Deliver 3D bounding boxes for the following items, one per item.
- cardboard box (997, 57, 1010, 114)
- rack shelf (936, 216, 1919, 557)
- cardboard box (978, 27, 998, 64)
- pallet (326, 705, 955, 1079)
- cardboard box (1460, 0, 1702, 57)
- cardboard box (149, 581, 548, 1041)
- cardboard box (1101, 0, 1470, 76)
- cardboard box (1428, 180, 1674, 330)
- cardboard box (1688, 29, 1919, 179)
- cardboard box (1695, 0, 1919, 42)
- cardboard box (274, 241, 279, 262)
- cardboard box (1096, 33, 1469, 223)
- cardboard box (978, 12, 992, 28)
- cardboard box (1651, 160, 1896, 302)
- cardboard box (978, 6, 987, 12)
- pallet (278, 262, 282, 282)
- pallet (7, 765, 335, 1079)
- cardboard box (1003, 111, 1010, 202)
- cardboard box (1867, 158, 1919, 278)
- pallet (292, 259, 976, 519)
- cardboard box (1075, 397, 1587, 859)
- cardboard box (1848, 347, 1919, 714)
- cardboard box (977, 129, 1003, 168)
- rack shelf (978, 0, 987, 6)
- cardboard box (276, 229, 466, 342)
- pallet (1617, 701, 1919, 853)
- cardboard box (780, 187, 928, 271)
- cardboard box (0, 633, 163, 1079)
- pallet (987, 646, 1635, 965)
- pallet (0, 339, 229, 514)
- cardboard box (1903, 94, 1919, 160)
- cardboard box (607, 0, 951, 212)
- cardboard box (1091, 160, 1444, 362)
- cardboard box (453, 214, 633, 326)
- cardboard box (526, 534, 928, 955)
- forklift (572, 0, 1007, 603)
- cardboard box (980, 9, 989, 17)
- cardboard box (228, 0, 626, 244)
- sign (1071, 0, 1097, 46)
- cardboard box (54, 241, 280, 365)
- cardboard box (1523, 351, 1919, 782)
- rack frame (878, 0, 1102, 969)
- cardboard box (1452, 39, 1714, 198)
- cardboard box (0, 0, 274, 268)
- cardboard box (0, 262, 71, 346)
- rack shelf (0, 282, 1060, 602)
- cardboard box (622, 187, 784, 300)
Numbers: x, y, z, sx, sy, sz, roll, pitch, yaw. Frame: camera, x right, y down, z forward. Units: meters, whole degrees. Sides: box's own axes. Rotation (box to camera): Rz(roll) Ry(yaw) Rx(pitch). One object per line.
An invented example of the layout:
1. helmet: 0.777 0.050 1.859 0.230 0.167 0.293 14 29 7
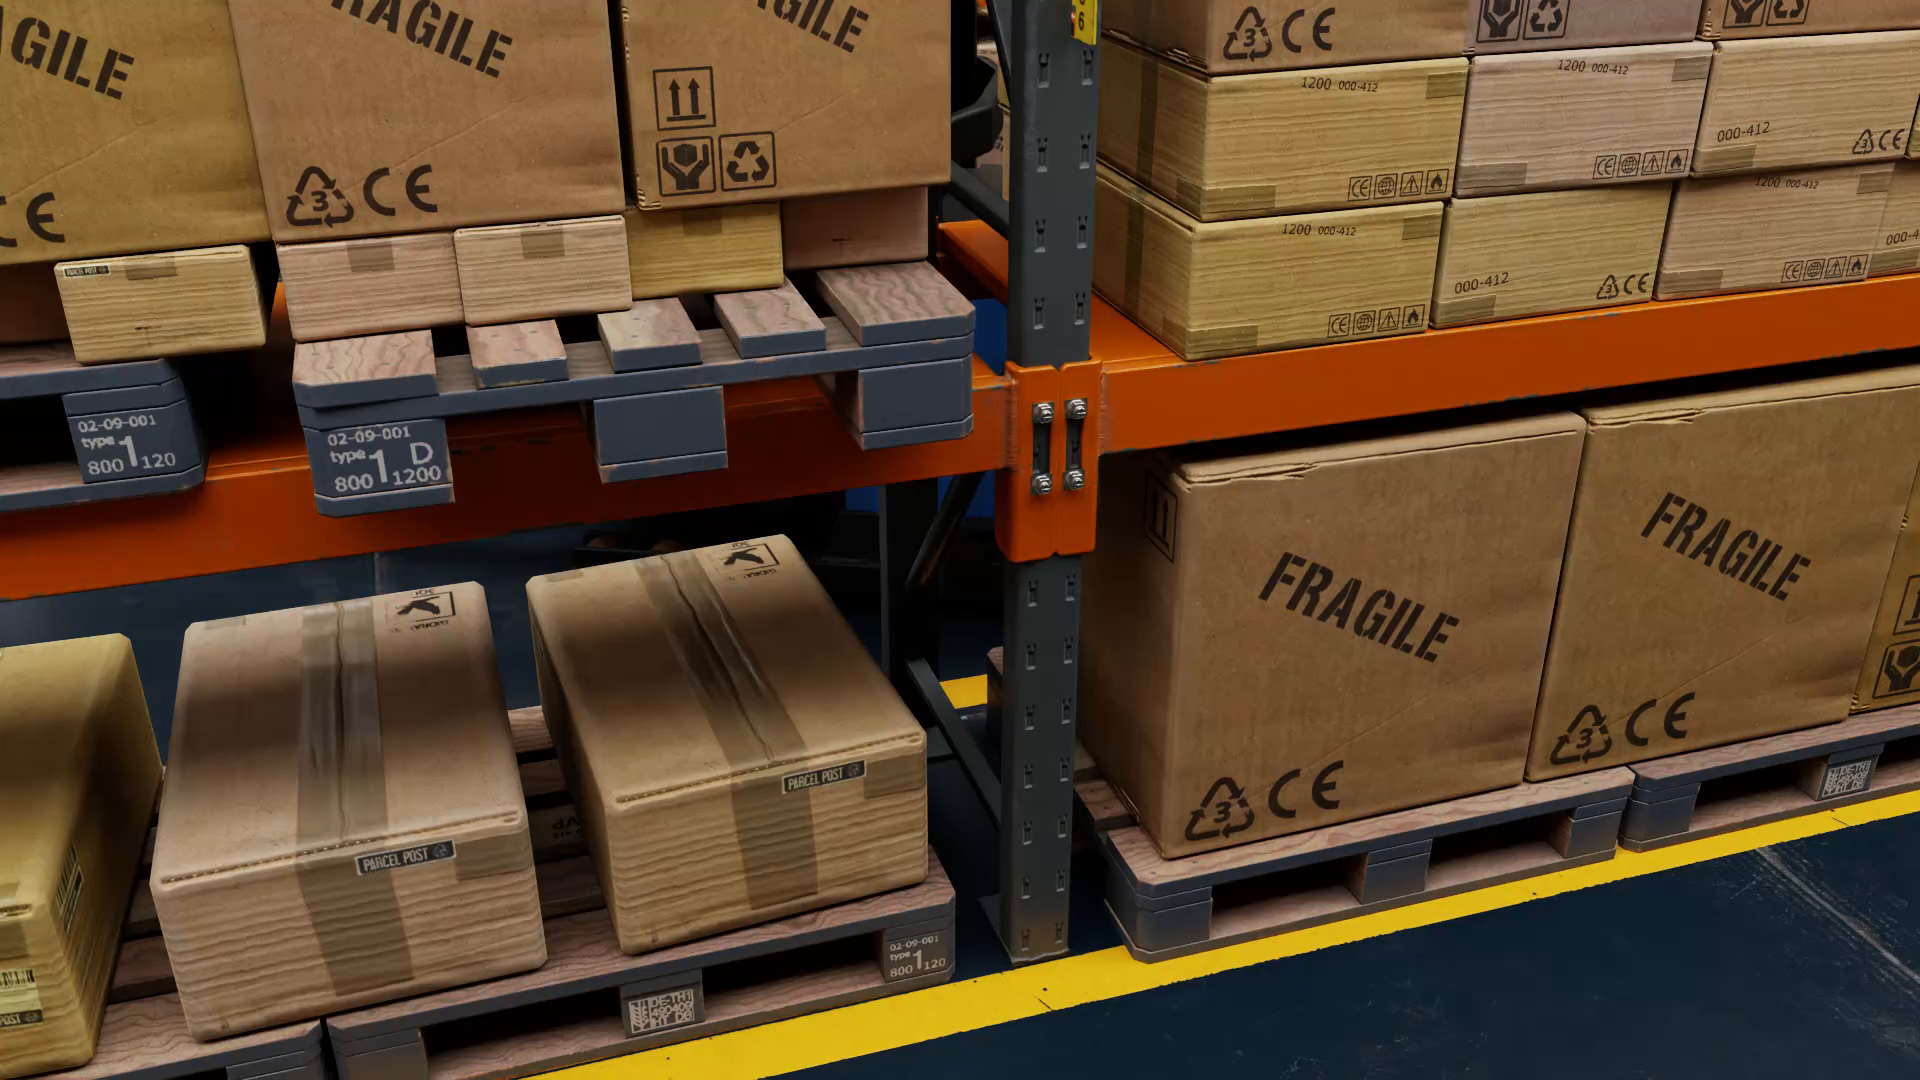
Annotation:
1. cardboard box: 0.397 -1.004 3.505 0.500 0.250 0.500 -8 28 -16
2. rack shelf: 1.916 -0.626 3.947 4.000 0.370 1.077 -8 28 -16
3. cardboard box: 0.073 -2.281 7.968 0.500 0.250 0.500 -8 28 -16
4. pallet: -0.729 0.683 3.637 1.213 0.211 1.003 -8 28 -16
5. cardboard box: 1.028 -1.202 3.062 0.500 0.500 0.500 -8 28 -16
6. cardboard box: -1.225 0.495 3.363 0.625 0.372 0.950 -9 28 -17
7. cardboard box: 0.559 -1.130 2.916 0.500 0.500 0.500 -9 28 -18
8. cardboard box: 1.041 -0.645 3.344 0.500 0.250 0.500 -9 28 -18
9. cardboard box: 1.542 -0.929 3.355 0.500 0.250 0.500 -8 28 -16
10. cardboard box: 1.525 -1.267 3.192 0.500 0.500 0.500 -7 27 -15
11. cardboard box: -3.051 -1.765 7.489 0.750 0.750 1.050 -8 27 -15
12. cardboard box: 0.573 -0.795 3.085 0.500 0.250 0.500 -8 28 -16
13. cardboard box: -0.080 -2.499 8.406 0.500 0.250 0.500 -8 27 -15
14. cardboard box: 1.541 -0.715 3.485 0.500 0.250 0.500 -7 27 -14
15. cardboard box: 0.147 -4.554 12.966 0.875 0.875 1.225 -8 28 -16
16. pallet: -3.545 -1.260 7.550 1.213 0.211 1.003 -8 28 -16
17. pallet: -1.887 0.849 3.302 1.213 0.211 1.003 -8 28 -16
18. cardboard box: 0.415 -0.785 3.627 0.500 0.250 0.500 -9 28 -18
19. cardboard box: 2.009 -0.784 3.625 0.500 0.250 0.500 -8 28 -16
20. pallet: -0.630 -0.444 2.986 1.003 0.211 1.213 -8 28 -16
21. cardboard box: 0.697 0.031 3.732 0.875 0.875 0.875 -8 28 -17
22. cardboard box: 2.397 -0.213 4.224 0.875 0.875 0.875 -7 27 -15
23. cardboard box: 0.101 -1.953 8.150 0.500 0.500 0.500 -9 28 -17
24. rack shelf: 0.287 -2.705 8.135 4.000 0.370 1.077 -8 28 -16
25. cardboard box: -0.924 -0.451 2.596 0.250 0.149 0.380 -10 28 -19
26. pallet: 1.946 0.333 4.342 1.213 0.211 1.003 -8 28 -16
27. cardboard box: -0.224 -0.604 2.903 0.250 0.149 0.380 -7 27 -14
28. cardboard box: -1.948 0.597 3.158 0.625 0.372 0.950 -7 27 -14
29. pallet: 0.788 0.499 4.007 1.213 0.211 1.003 -8 28 -16
30. pallet: -1.855 -0.297 2.691 1.213 0.211 1.003 -8 28 -16
31. cardboard box: 2.029 -0.993 3.484 0.500 0.250 0.500 -8 27 -15
32. cardboard box: -0.331 -0.859 2.688 0.500 0.500 0.500 -9 28 -18
33. cardboard box: 0.558 -0.567 3.187 0.500 0.250 0.500 -9 28 -17
34. cardboard box: -0.682 -0.483 2.659 0.250 0.149 0.380 -8 28 -17
35. cardboard box: -0.526 0.390 3.575 0.625 0.372 0.950 -10 28 -20
36. forklift: -0.702 -1.371 4.716 3.031 2.935 1.130 4 27 7
37. cardboard box: 0.413 -2.574 8.558 0.500 0.250 0.500 -7 27 -14
38. cardboard box: -0.820 -0.783 2.535 0.500 0.500 0.500 -9 28 -17
39. sign: 0.192 -0.928 2.533 0.005 0.325 0.100 -8 28 -16
40. cardboard box: -1.182 -0.408 2.508 0.250 0.149 0.380 -8 27 -15
41. cardboard box: 1.547 -0.090 3.976 0.875 0.875 0.875 -8 27 -15
42. rack frame: 0.015 -0.673 3.232 0.127 3.000 1.000 -8 28 -16
43. cardboard box: 1.065 -0.866 3.227 0.500 0.250 0.500 -8 27 -15
44. cardboard box: -1.299 -0.713 2.394 0.500 0.500 0.500 -10 28 -20
45. cardboard box: -1.460 -0.426 2.546 0.250 0.149 0.380 -8 28 -16
46. rack shelf: -1.887 -0.075 2.837 4.000 0.370 1.077 -8 28 -16
47. cardboard box: -0.457 -0.536 2.767 0.250 0.149 0.380 -8 27 -15
